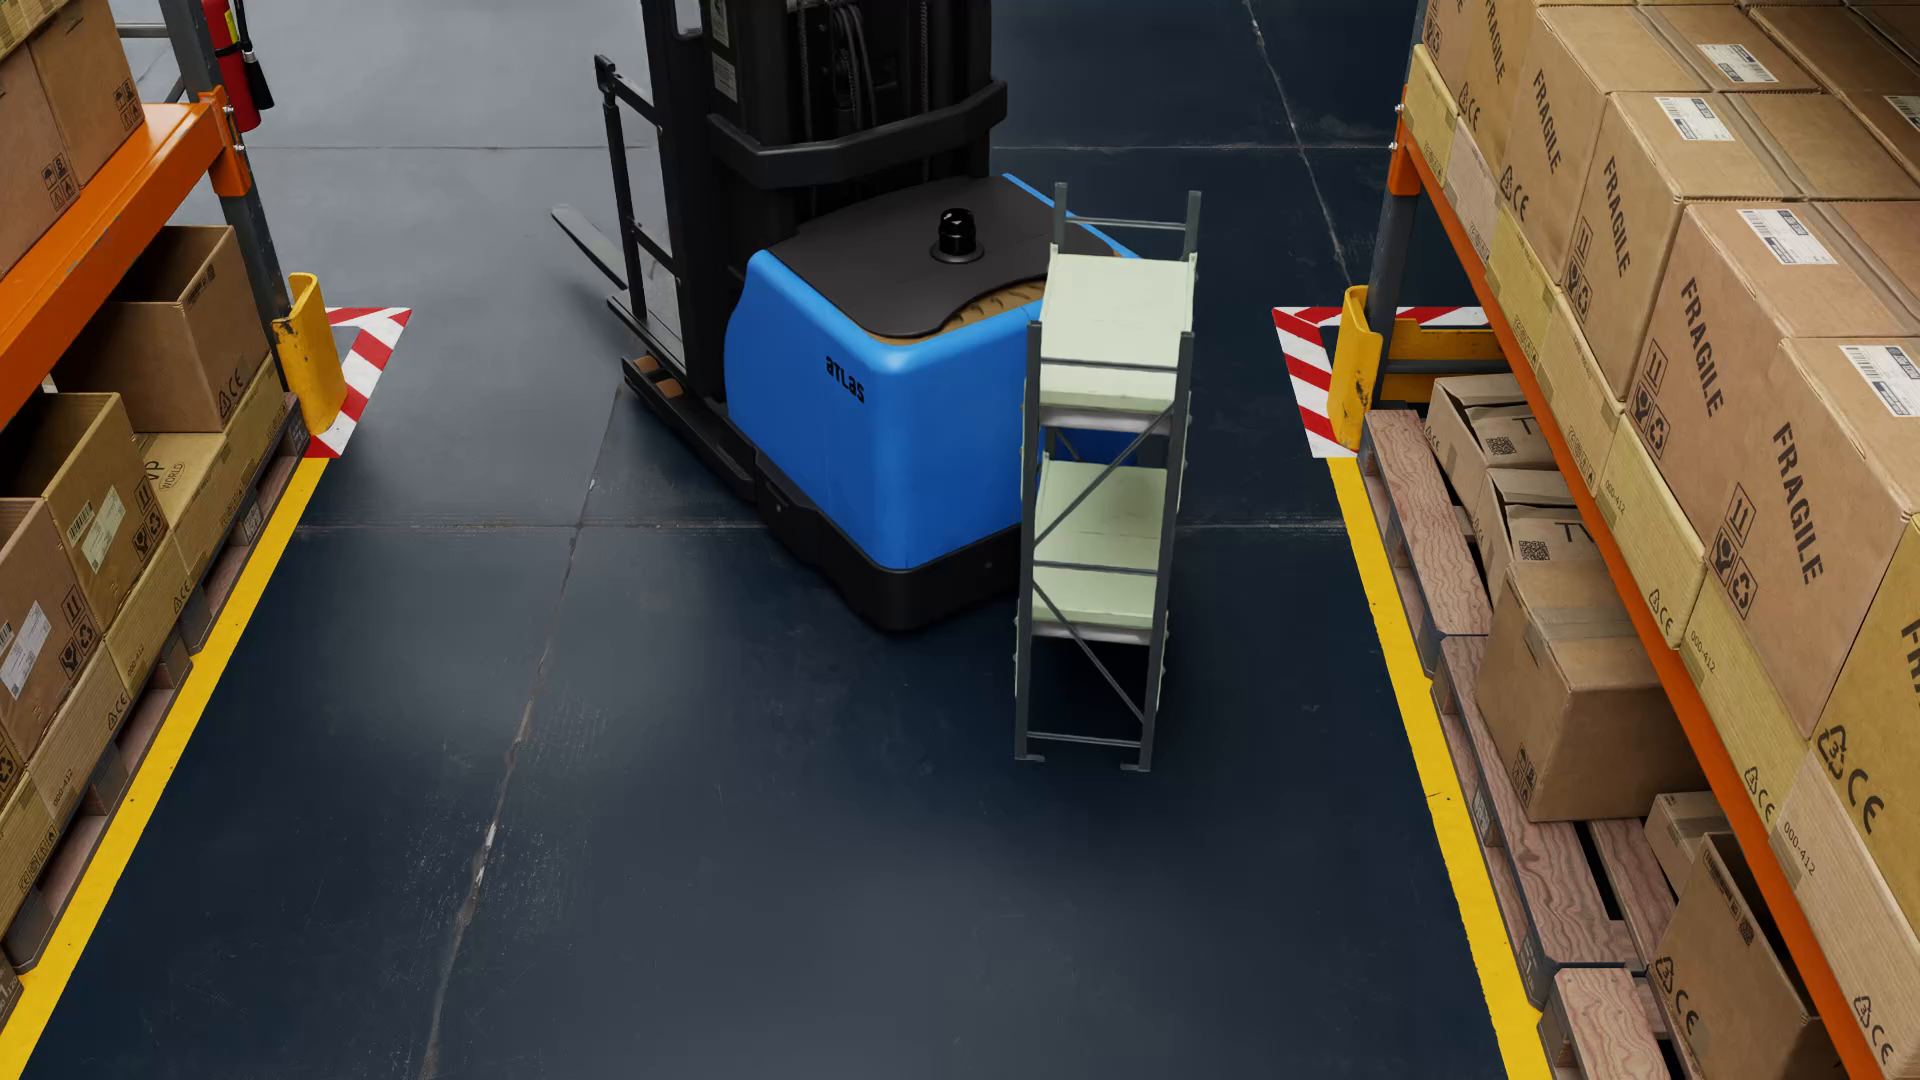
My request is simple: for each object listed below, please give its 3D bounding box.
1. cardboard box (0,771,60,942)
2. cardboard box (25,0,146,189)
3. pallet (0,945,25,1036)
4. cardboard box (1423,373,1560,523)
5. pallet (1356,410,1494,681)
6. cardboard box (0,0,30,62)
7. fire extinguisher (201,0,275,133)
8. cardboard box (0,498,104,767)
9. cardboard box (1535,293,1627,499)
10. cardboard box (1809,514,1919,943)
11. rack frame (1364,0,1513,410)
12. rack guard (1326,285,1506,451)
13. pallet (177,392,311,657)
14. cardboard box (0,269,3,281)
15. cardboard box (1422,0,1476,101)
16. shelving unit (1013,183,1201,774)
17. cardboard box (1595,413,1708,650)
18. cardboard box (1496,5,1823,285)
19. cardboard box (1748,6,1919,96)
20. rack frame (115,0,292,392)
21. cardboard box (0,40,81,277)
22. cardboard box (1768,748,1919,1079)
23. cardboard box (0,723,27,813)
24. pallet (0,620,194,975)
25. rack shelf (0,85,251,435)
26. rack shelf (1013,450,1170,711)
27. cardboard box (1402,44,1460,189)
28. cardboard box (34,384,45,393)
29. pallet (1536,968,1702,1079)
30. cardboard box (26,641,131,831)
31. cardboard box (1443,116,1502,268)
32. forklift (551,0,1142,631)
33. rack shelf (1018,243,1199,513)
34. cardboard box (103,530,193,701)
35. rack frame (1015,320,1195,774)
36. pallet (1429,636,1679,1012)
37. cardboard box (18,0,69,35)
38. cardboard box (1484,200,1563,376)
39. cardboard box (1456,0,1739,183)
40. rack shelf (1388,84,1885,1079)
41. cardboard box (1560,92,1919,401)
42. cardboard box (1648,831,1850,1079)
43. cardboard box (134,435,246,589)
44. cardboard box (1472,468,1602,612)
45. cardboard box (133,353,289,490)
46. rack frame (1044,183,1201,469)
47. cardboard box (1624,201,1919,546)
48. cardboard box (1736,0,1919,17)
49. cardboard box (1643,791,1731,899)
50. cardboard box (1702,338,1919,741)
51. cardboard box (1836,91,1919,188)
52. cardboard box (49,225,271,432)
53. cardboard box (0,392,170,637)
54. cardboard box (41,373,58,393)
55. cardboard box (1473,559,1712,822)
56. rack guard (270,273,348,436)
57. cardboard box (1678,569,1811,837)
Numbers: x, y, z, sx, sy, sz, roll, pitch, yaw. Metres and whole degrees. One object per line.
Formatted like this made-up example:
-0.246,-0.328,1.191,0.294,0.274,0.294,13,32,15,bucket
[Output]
-2.645,0.843,4.162,0.500,0.250,0.500,0,39,0,cardboard box
-2.974,-1.399,5.017,0.700,0.500,0.500,0,39,0,cardboard box
-2.916,1.441,3.783,1.003,0.211,1.213,0,39,0,pallet
1.903,-0.347,5.583,0.500,0.311,0.500,-4,39,-5,cardboard box
1.958,-0.014,5.598,1.003,0.211,1.213,0,39,0,pallet
-2.769,-1.381,4.476,0.380,0.149,0.250,-1,39,-1,cardboard box
-2.497,-1.696,5.529,0.296,0.674,0.183,0,39,0,fire extinguisher
-2.648,0.238,4.318,0.500,0.500,0.500,0,39,0,cardboard box
1.683,-0.342,3.882,0.500,0.250,0.500,0,39,0,cardboard box
1.687,0.307,2.473,0.500,0.500,0.500,0,39,0,cardboard box
1.992,-1.657,5.420,1.000,3.000,0.127,0,39,0,rack frame
1.992,-0.635,6.142,1.175,0.500,0.348,0,39,0,rack guard
-2.919,-0.085,5.687,1.003,0.211,1.213,0,39,0,pallet
-2.974,-0.760,4.219,0.700,0.500,0.500,0,39,0,cardboard box
1.692,-1.601,4.853,0.500,0.500,0.500,0,39,0,cardboard box
0.411,-0.149,4.736,0.431,1.500,0.755,5,39,6,shelving unit
1.685,-0.027,3.489,0.500,0.250,0.500,0,39,0,cardboard box
1.677,-0.968,4.064,0.500,0.500,0.500,-1,39,-2,cardboard box
2.201,-0.967,4.062,0.500,0.500,0.500,-1,39,-1,cardboard box
-2.962,-1.652,5.412,1.000,3.000,0.127,0,39,0,rack frame
-2.969,-1.070,4.607,0.700,0.500,0.500,1,39,1,cardboard box
1.693,0.599,2.708,0.500,0.250,0.500,0,39,0,cardboard box
-2.646,0.551,3.927,0.500,0.500,0.500,0,39,0,cardboard box
-2.920,0.676,4.738,1.003,0.211,1.213,0,39,0,pallet
-2.959,-0.120,4.077,1.077,0.370,4.000,0,39,0,rack shelf
0.411,0.106,4.940,0.431,0.370,0.720,5,39,6,rack shelf
1.675,-1.301,5.079,0.500,0.250,0.500,-1,39,-1,cardboard box
-3.181,-0.387,5.097,0.500,0.500,0.500,0,39,0,cardboard box
1.960,1.512,3.694,1.003,0.211,1.213,0,39,0,pallet
-2.652,0.531,4.552,0.500,0.250,0.500,0,39,0,cardboard box
1.690,-0.977,4.674,0.500,0.250,0.500,-1,39,-1,cardboard box
-0.638,-1.740,5.577,1.130,2.935,3.031,-23,44,-26,forklift
0.411,-0.453,4.492,0.431,0.370,0.720,5,39,6,rack shelf
-2.651,0.218,4.942,0.500,0.250,0.500,0,39,0,cardboard box
0.362,0.078,4.453,0.400,1.500,0.023,5,39,6,rack frame
1.956,0.747,4.649,1.003,0.211,1.213,0,39,0,pallet
-2.769,-1.541,4.676,0.380,0.149,0.250,1,39,1,cardboard box
1.685,-0.658,4.276,0.500,0.250,0.500,-1,39,-1,cardboard box
1.683,-1.292,4.467,0.500,0.500,0.500,0,39,0,cardboard box
1.994,-0.126,4.084,1.077,0.370,4.000,0,39,0,rack shelf
1.689,-0.646,3.661,0.500,0.500,0.500,1,39,1,cardboard box
1.955,0.999,3.752,0.500,0.500,0.500,-3,39,-3,cardboard box
-2.653,-0.095,5.332,0.500,0.250,0.500,0,39,0,cardboard box
1.903,0.009,5.138,0.500,0.311,0.500,3,39,4,cardboard box
-2.666,-0.407,5.723,0.500,0.250,0.500,0,39,0,cardboard box
0.459,-0.375,5.019,0.400,1.500,0.023,5,39,6,rack frame
1.691,-0.320,3.255,0.500,0.500,0.500,-1,39,-1,cardboard box
2.196,-1.290,4.465,0.500,0.500,0.500,0,39,1,cardboard box
2.015,0.785,4.300,0.380,0.149,0.250,-3,39,-4,cardboard box
1.681,-0.005,2.862,0.500,0.500,0.500,0,39,0,cardboard box
2.201,-0.652,3.669,0.500,0.500,0.500,0,39,1,cardboard box
-2.663,-0.700,5.488,0.500,0.500,0.500,0,39,0,cardboard box
-2.648,-0.075,4.708,0.500,0.500,0.500,0,39,0,cardboard box
-3.184,-0.407,5.722,0.500,0.250,0.500,0,39,0,cardboard box
1.854,0.394,4.506,0.700,0.500,0.500,-2,39,-3,cardboard box
-2.962,-0.691,6.213,1.175,0.500,0.348,0,39,0,rack guard
1.701,0.287,3.097,0.500,0.250,0.500,0,39,0,cardboard box
